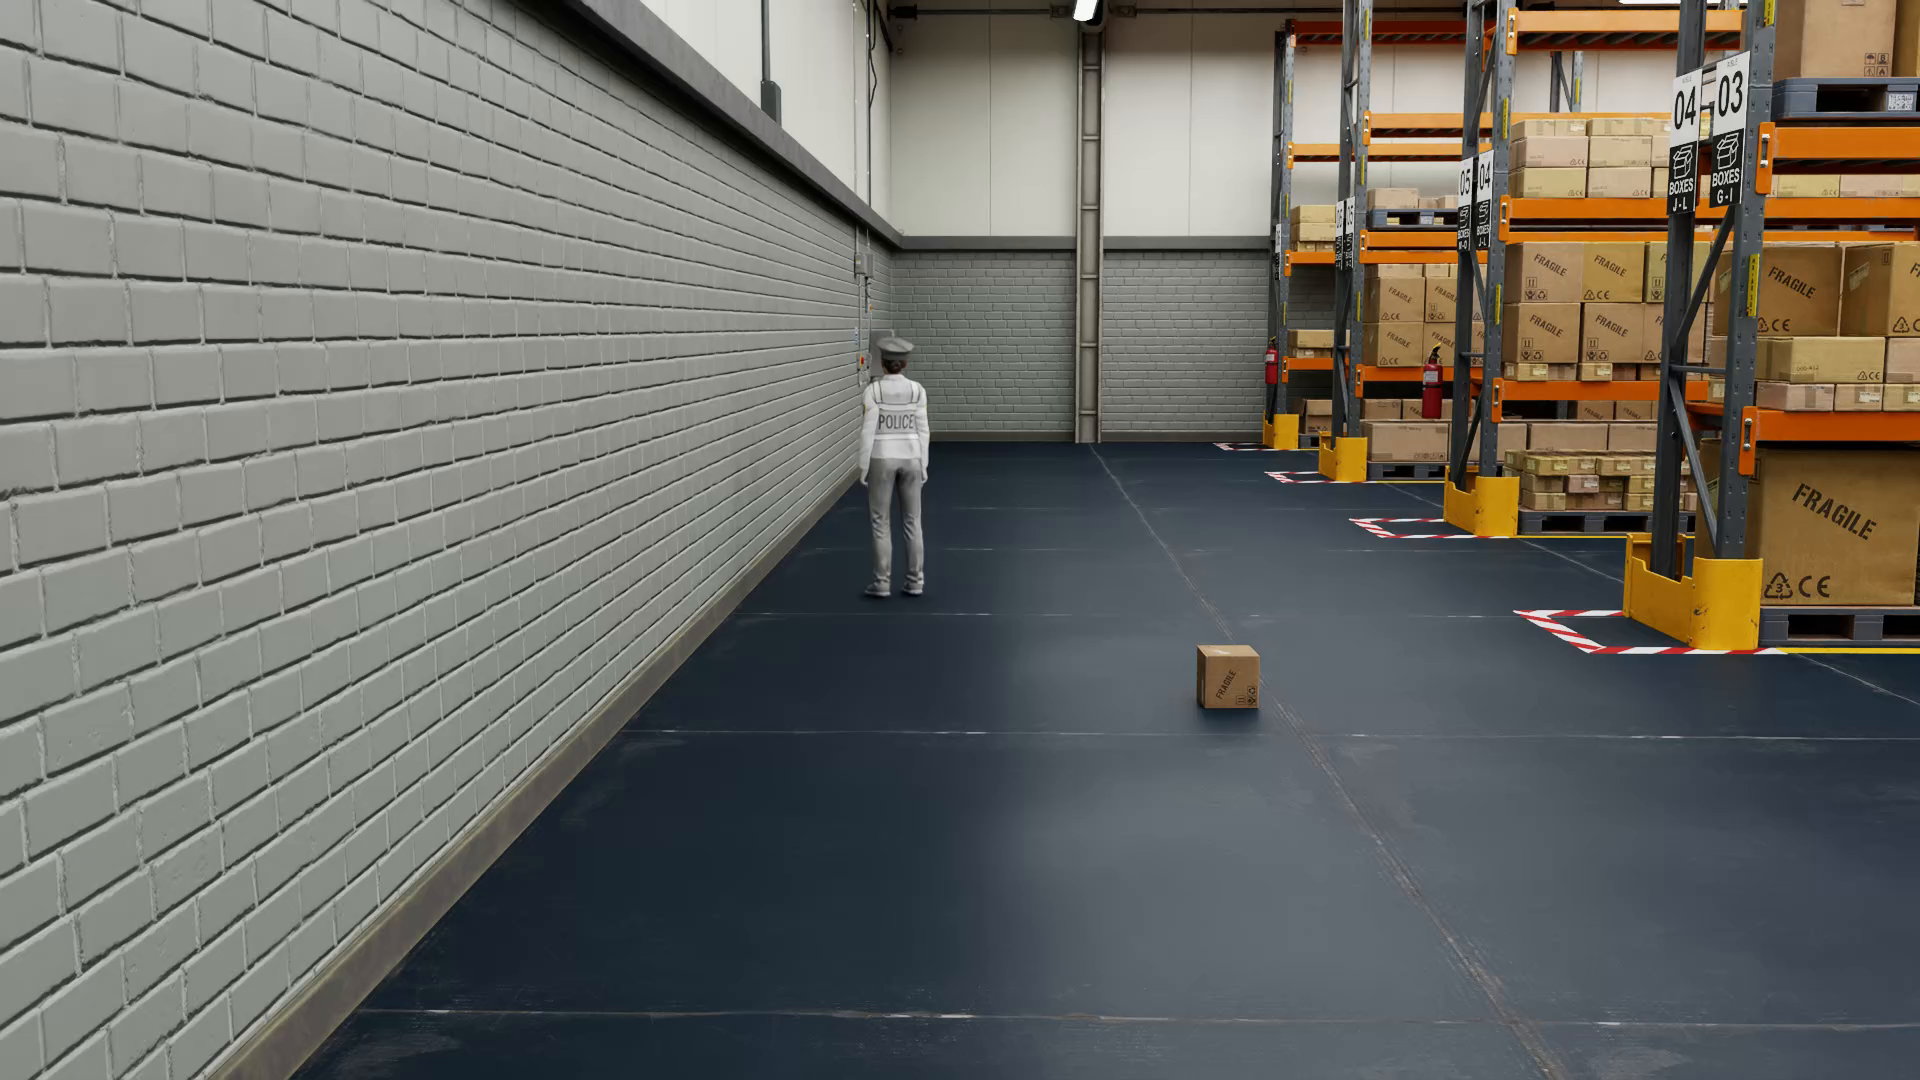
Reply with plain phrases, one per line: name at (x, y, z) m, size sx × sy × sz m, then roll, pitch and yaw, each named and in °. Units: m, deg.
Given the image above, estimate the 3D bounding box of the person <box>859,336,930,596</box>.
person at (-0.435, -0.476, 10.830) m, size 0.470 × 1.689 × 0.342 m, roll -2°, pitch 8°, yaw -17°
